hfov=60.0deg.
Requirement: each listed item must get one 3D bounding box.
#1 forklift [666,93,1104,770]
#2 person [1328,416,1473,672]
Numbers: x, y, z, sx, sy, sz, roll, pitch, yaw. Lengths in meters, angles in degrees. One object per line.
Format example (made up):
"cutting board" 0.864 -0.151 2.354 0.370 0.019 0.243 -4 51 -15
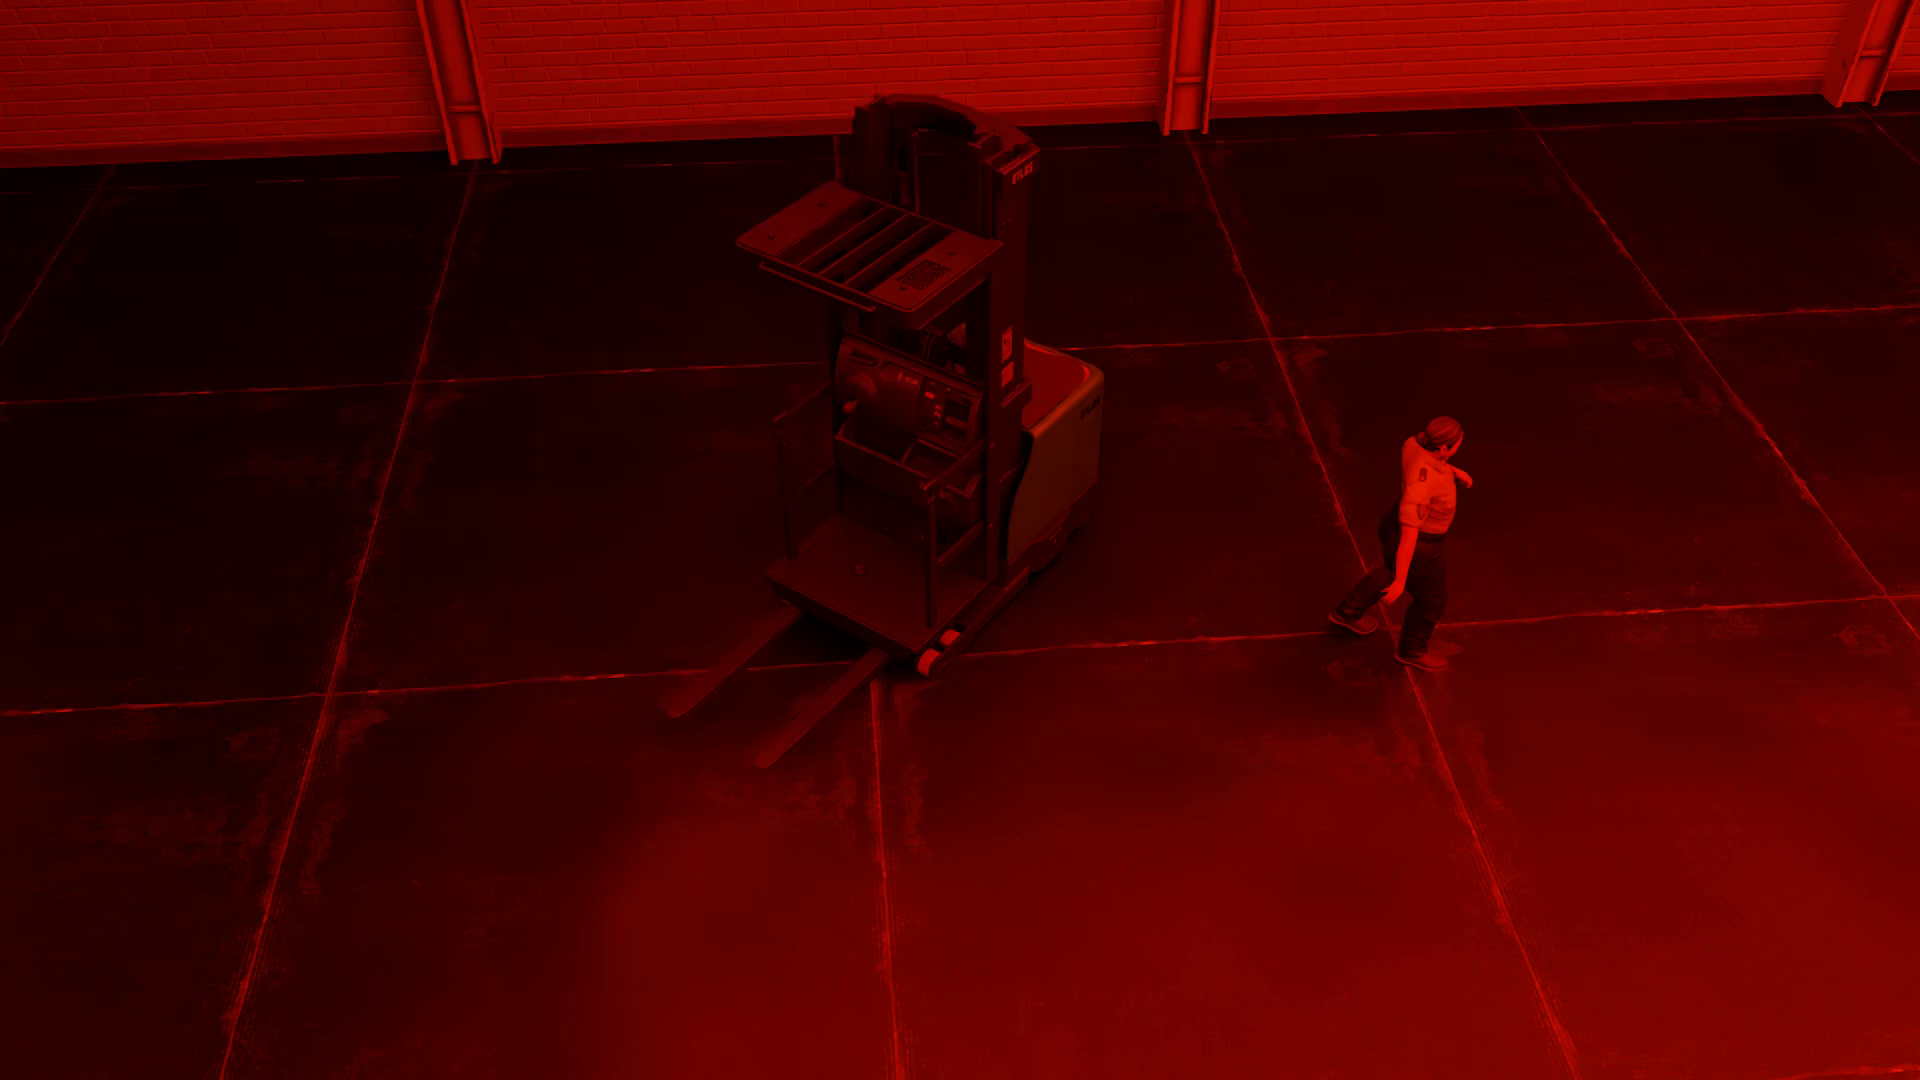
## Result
"forklift" -0.404 -0.700 8.756 1.130 2.935 3.031 25 46 26
"person" 2.445 0.018 8.930 0.704 1.628 0.825 2 41 3
